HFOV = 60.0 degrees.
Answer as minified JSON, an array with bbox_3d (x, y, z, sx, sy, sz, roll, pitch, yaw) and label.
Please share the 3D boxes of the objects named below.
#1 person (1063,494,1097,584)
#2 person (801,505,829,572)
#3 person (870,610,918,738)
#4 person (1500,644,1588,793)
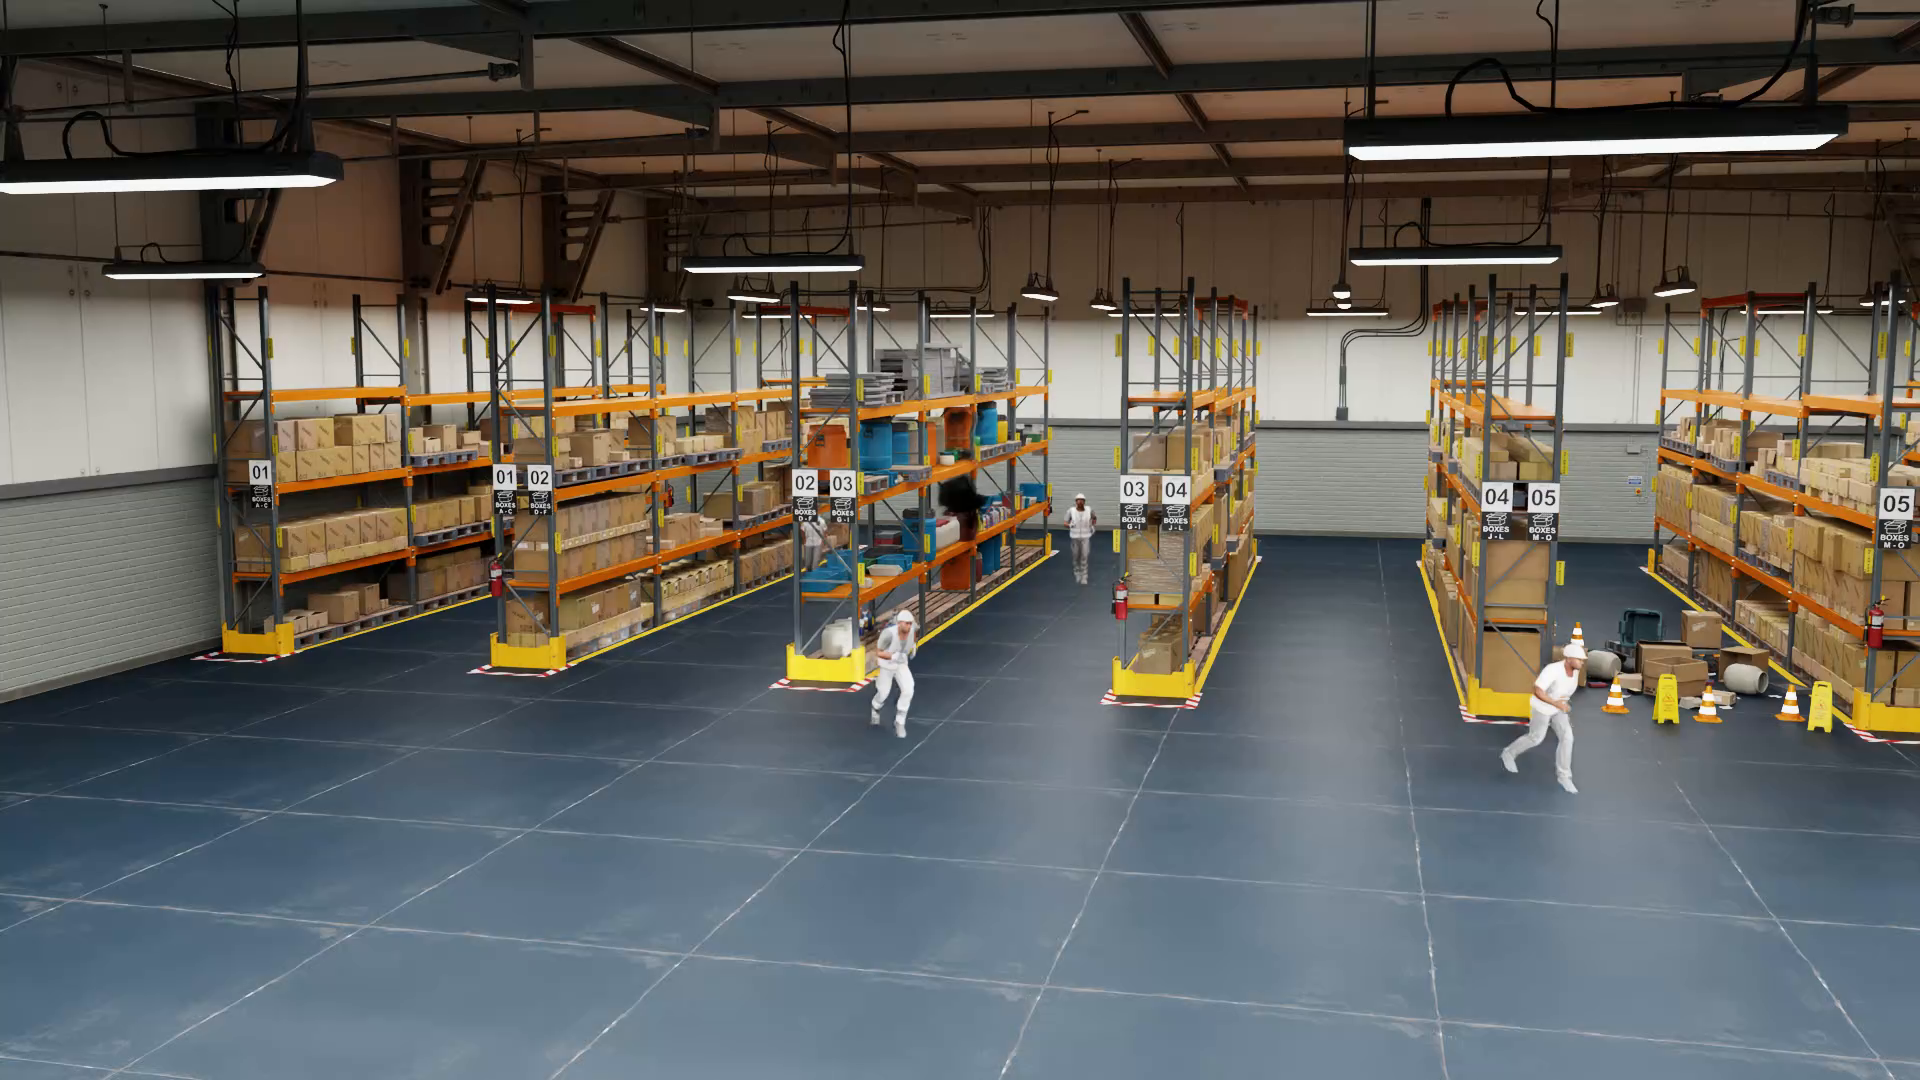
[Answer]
[{"bbox_3d":[2.407,-0.014,33.358,0.684,1.833,0.905,0,7,2],"label":"person"},{"bbox_3d":[-2.898,0.105,32.935,0.543,1.667,0.534,0,7,3],"label":"person"},{"bbox_3d":[-0.874,1.711,21.664,0.677,1.700,1.000,-4,8,-32],"label":"person"},{"bbox_3d":[6.723,1.995,19.148,0.743,1.716,1.056,-5,8,-39],"label":"person"}]
